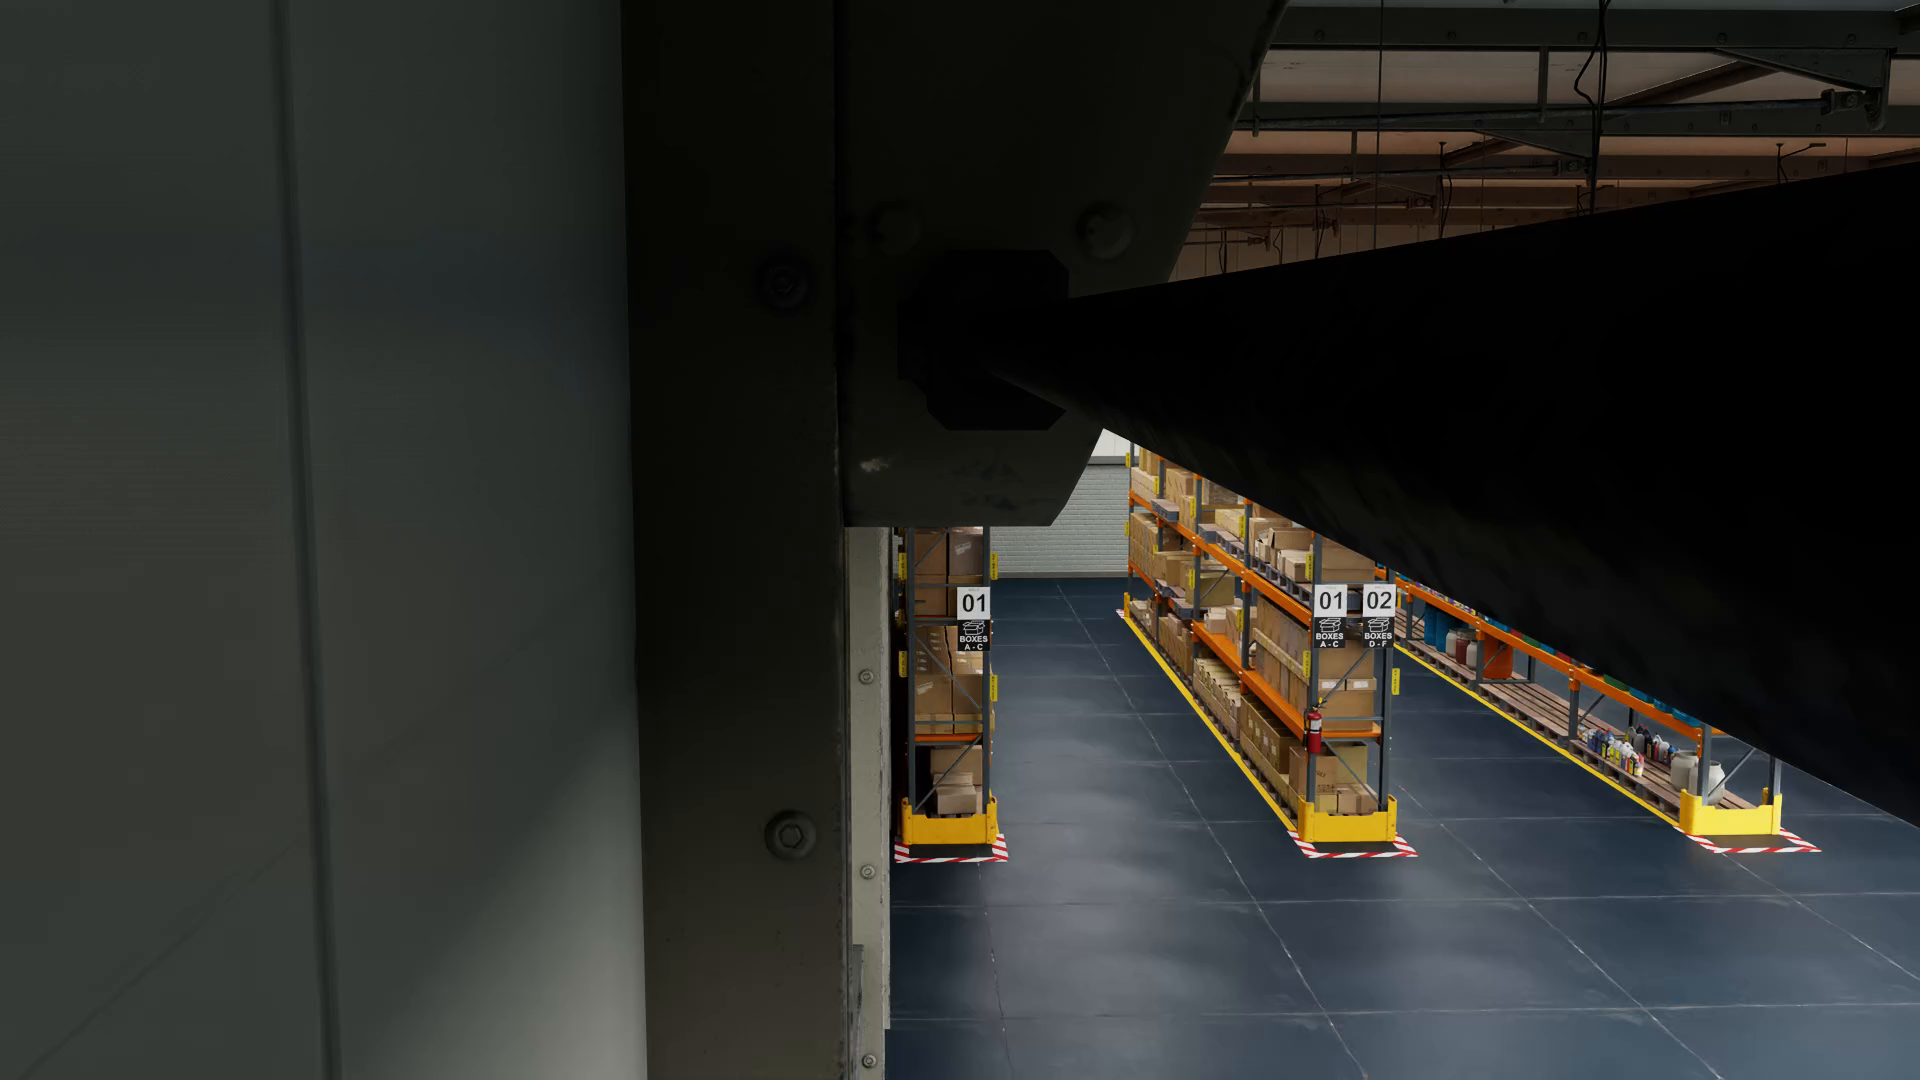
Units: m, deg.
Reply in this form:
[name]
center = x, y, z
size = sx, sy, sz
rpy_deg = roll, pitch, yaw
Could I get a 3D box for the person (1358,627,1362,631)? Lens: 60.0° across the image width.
[person]
center = 6.542, 2.094, 27.586
size = 0.605, 1.424, 0.945
rpy_deg = 1, 7, 9
